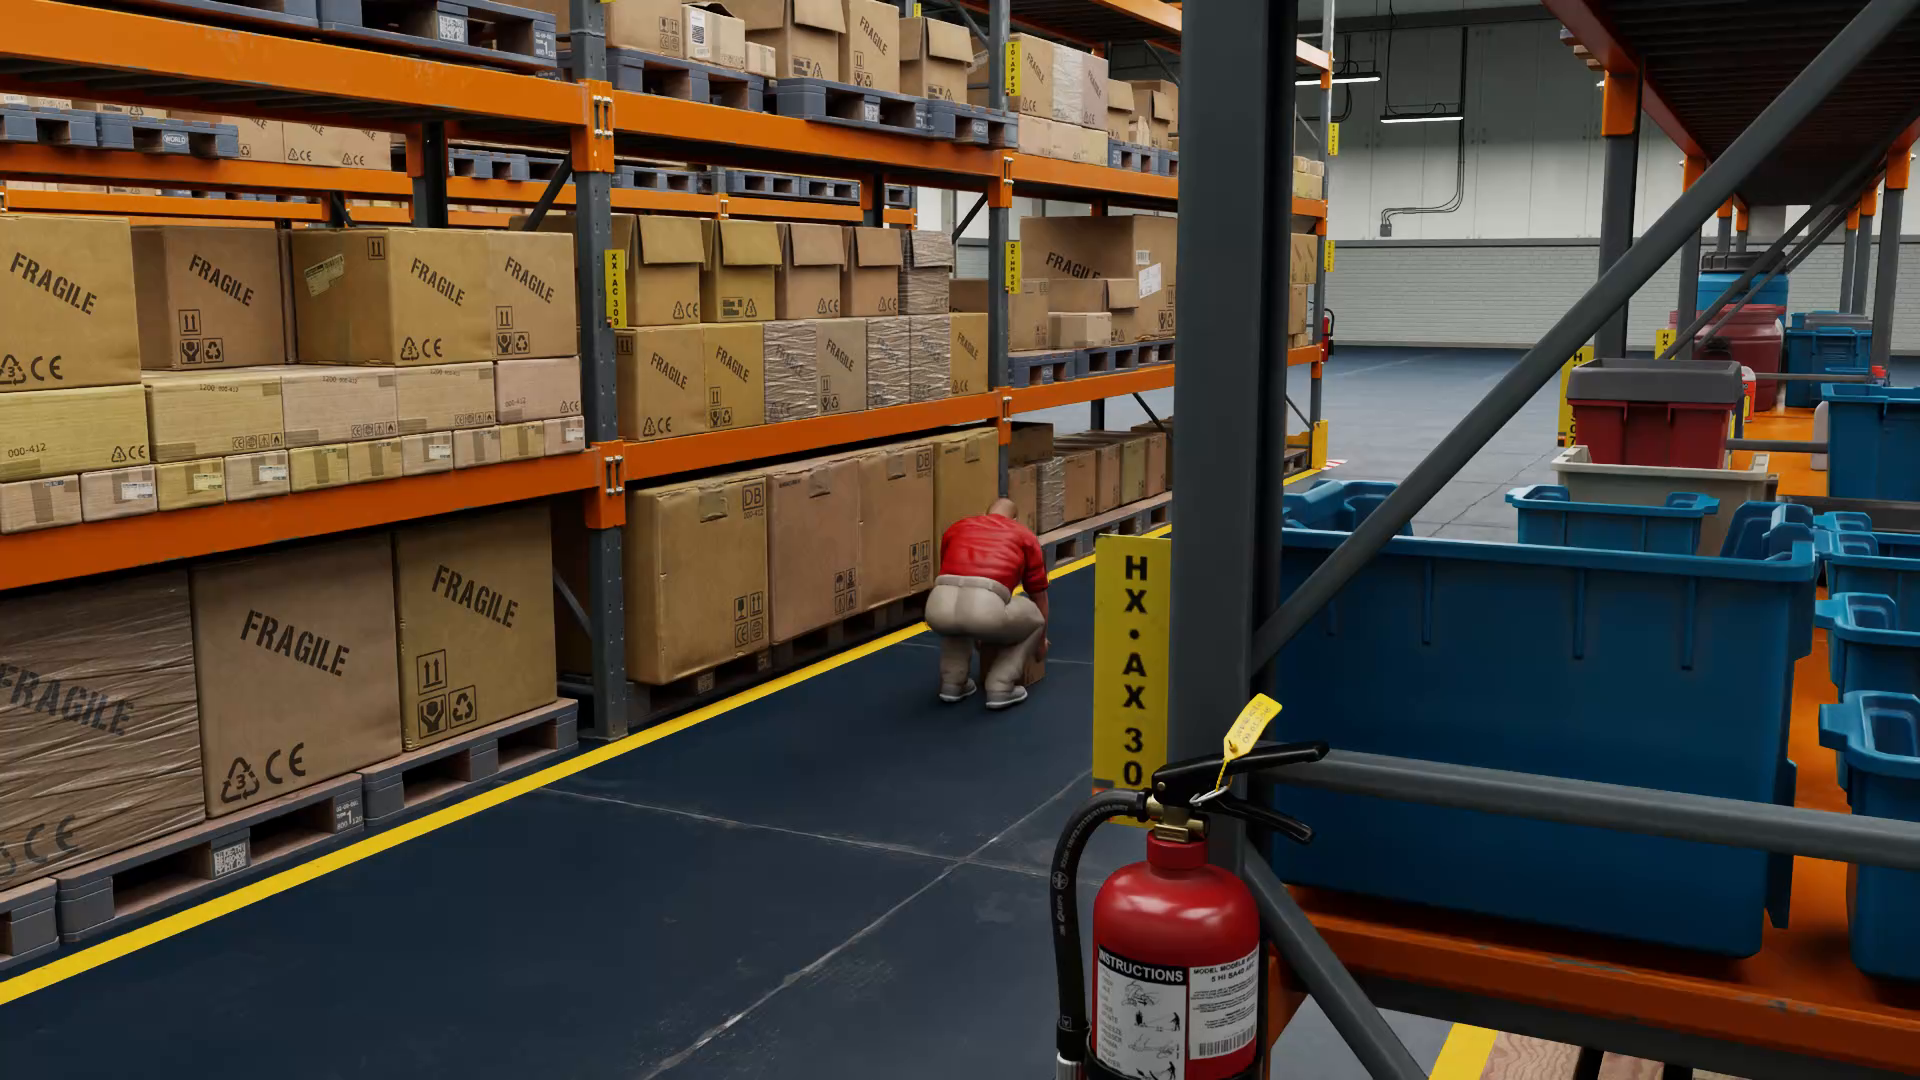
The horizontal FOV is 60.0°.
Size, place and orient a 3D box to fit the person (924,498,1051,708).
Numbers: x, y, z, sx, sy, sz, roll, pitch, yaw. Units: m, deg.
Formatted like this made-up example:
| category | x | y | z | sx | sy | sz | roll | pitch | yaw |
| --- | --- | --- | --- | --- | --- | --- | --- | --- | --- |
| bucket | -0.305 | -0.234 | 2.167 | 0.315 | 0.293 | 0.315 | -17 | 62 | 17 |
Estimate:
| category | x | y | z | sx | sy | sz | roll | pitch | yaw |
| --- | --- | --- | --- | --- | --- | --- | --- | --- | --- |
| person | 0.116 | 0.302 | 8.079 | 0.566 | 0.932 | 0.865 | 4 | 10 | 24 |
